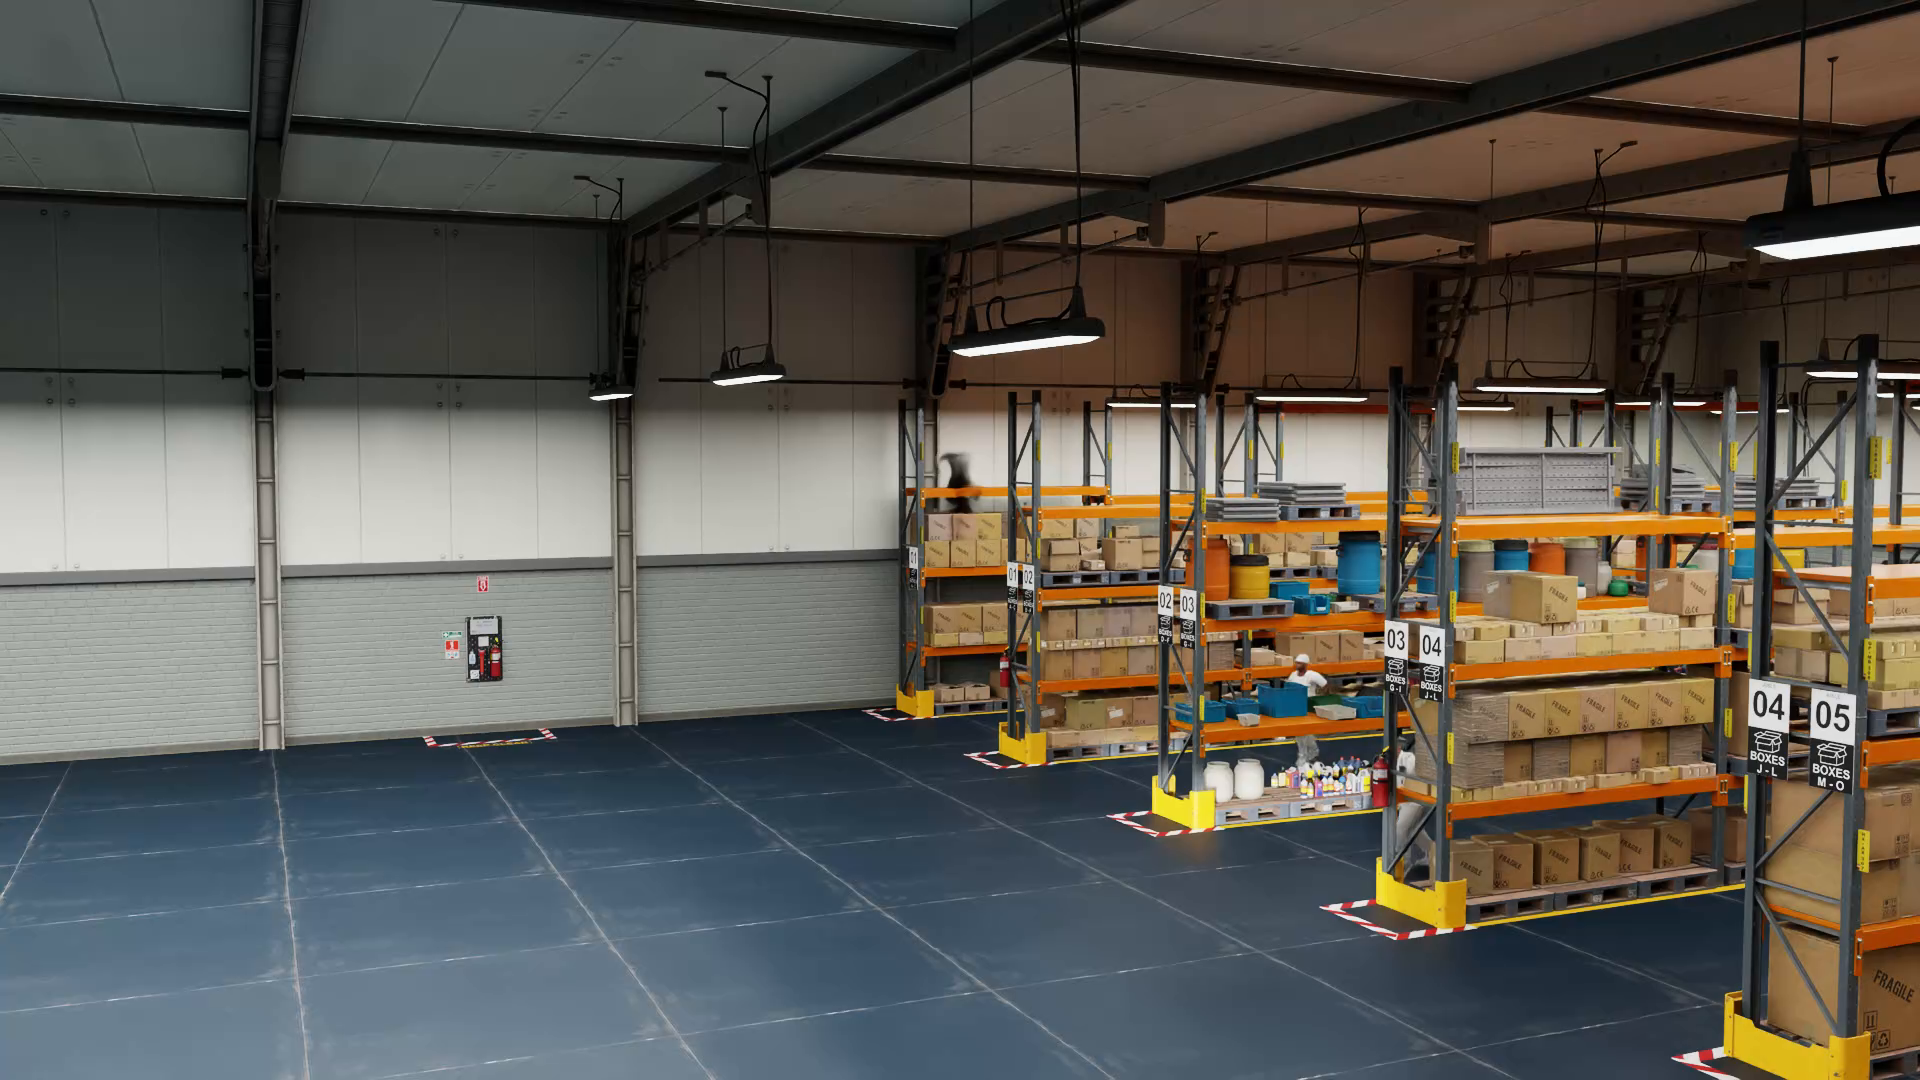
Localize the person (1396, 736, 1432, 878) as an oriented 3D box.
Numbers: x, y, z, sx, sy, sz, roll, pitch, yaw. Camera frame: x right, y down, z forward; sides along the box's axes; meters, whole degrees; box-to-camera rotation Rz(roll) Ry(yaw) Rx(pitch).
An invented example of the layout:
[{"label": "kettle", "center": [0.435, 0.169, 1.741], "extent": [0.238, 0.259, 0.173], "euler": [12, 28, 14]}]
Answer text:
[{"label": "person", "center": [5.393, 3.188, 19.861], "extent": [0.982, 1.780, 0.705], "euler": [-2, 4, -26]}]

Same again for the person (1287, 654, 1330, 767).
[{"label": "person", "center": [5.497, 2.726, 26.648], "extent": [0.823, 1.812, 0.684], "euler": [-2, 4, -33]}]
